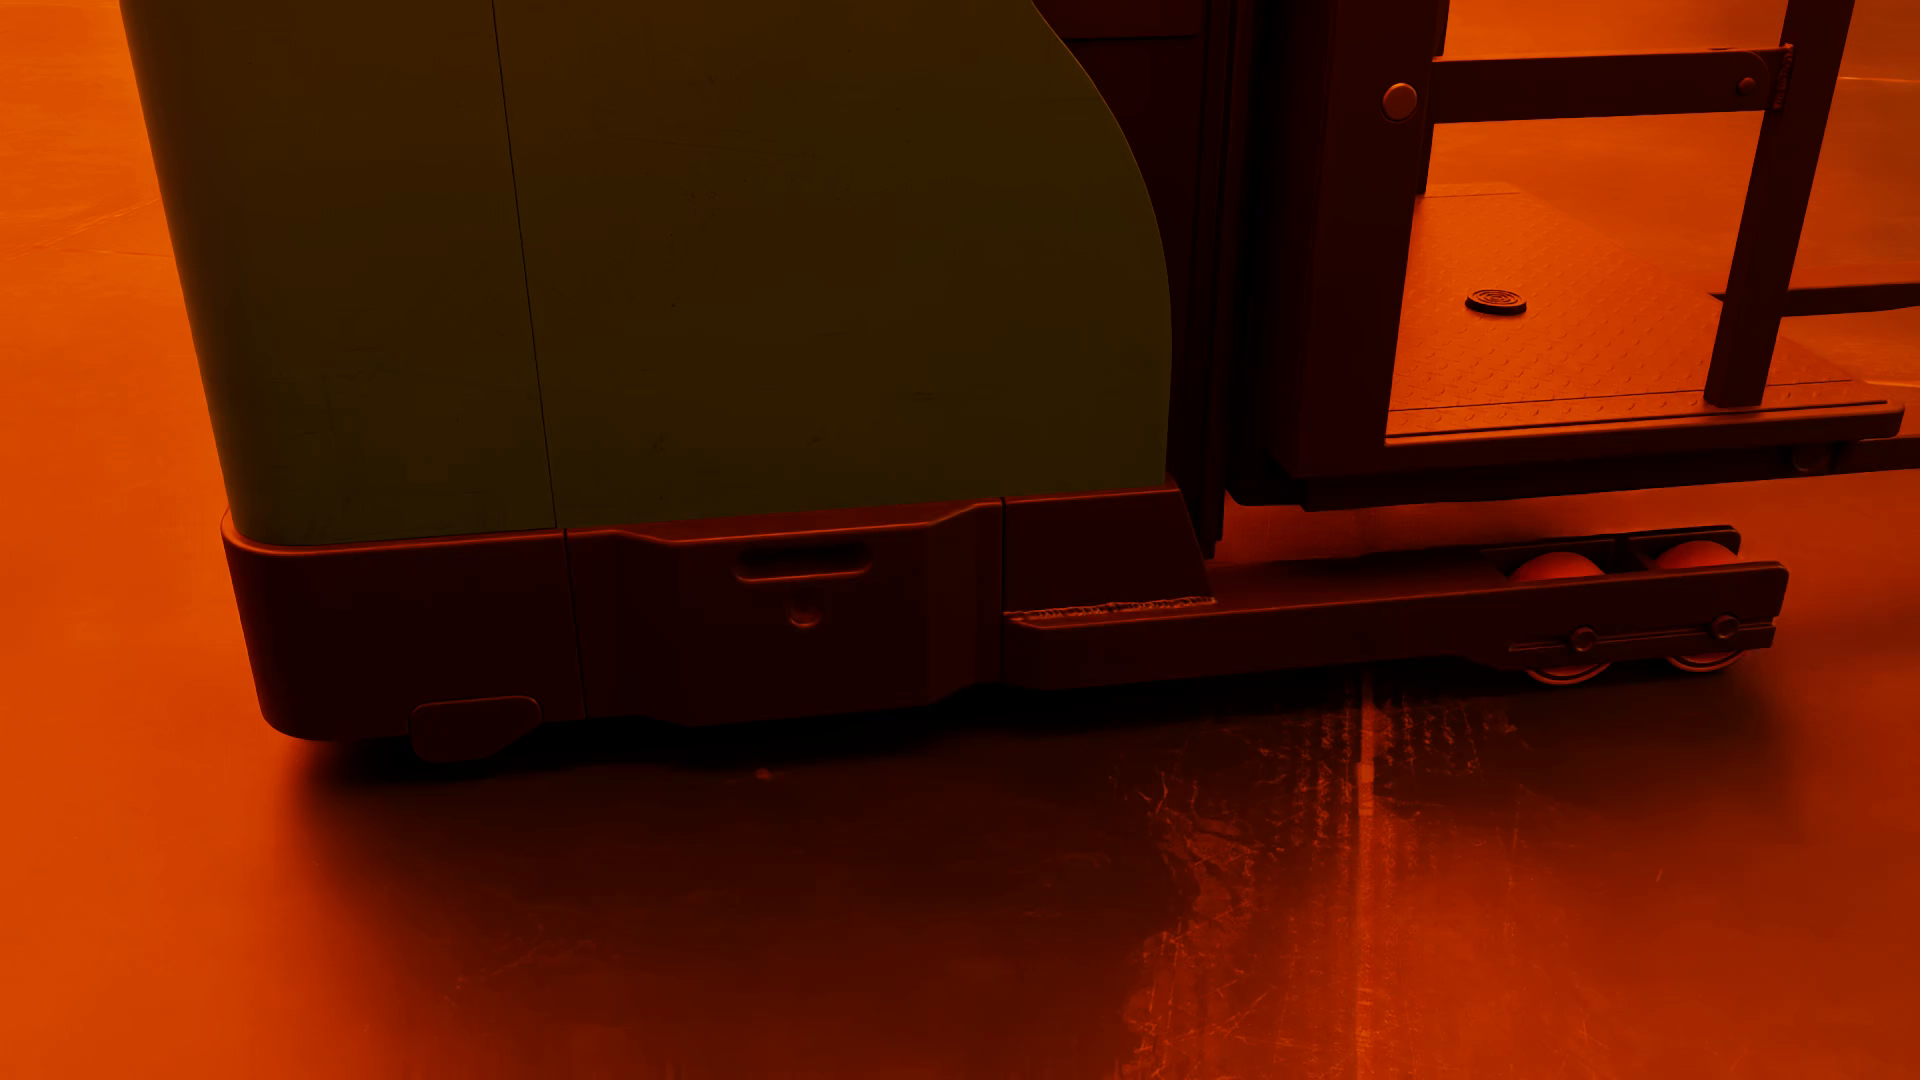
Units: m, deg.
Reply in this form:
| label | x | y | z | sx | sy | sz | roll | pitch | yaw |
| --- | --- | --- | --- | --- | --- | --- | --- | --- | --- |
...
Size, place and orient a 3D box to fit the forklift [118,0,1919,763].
| label | x | y | z | sx | sy | sz | roll | pitch | yaw |
| --- | --- | --- | --- | --- | --- | --- | --- | --- | --- |
| forklift | 0.600 | -1.354 | 1.930 | 3.031 | 2.935 | 1.130 | -4 | 27 | -9 |
